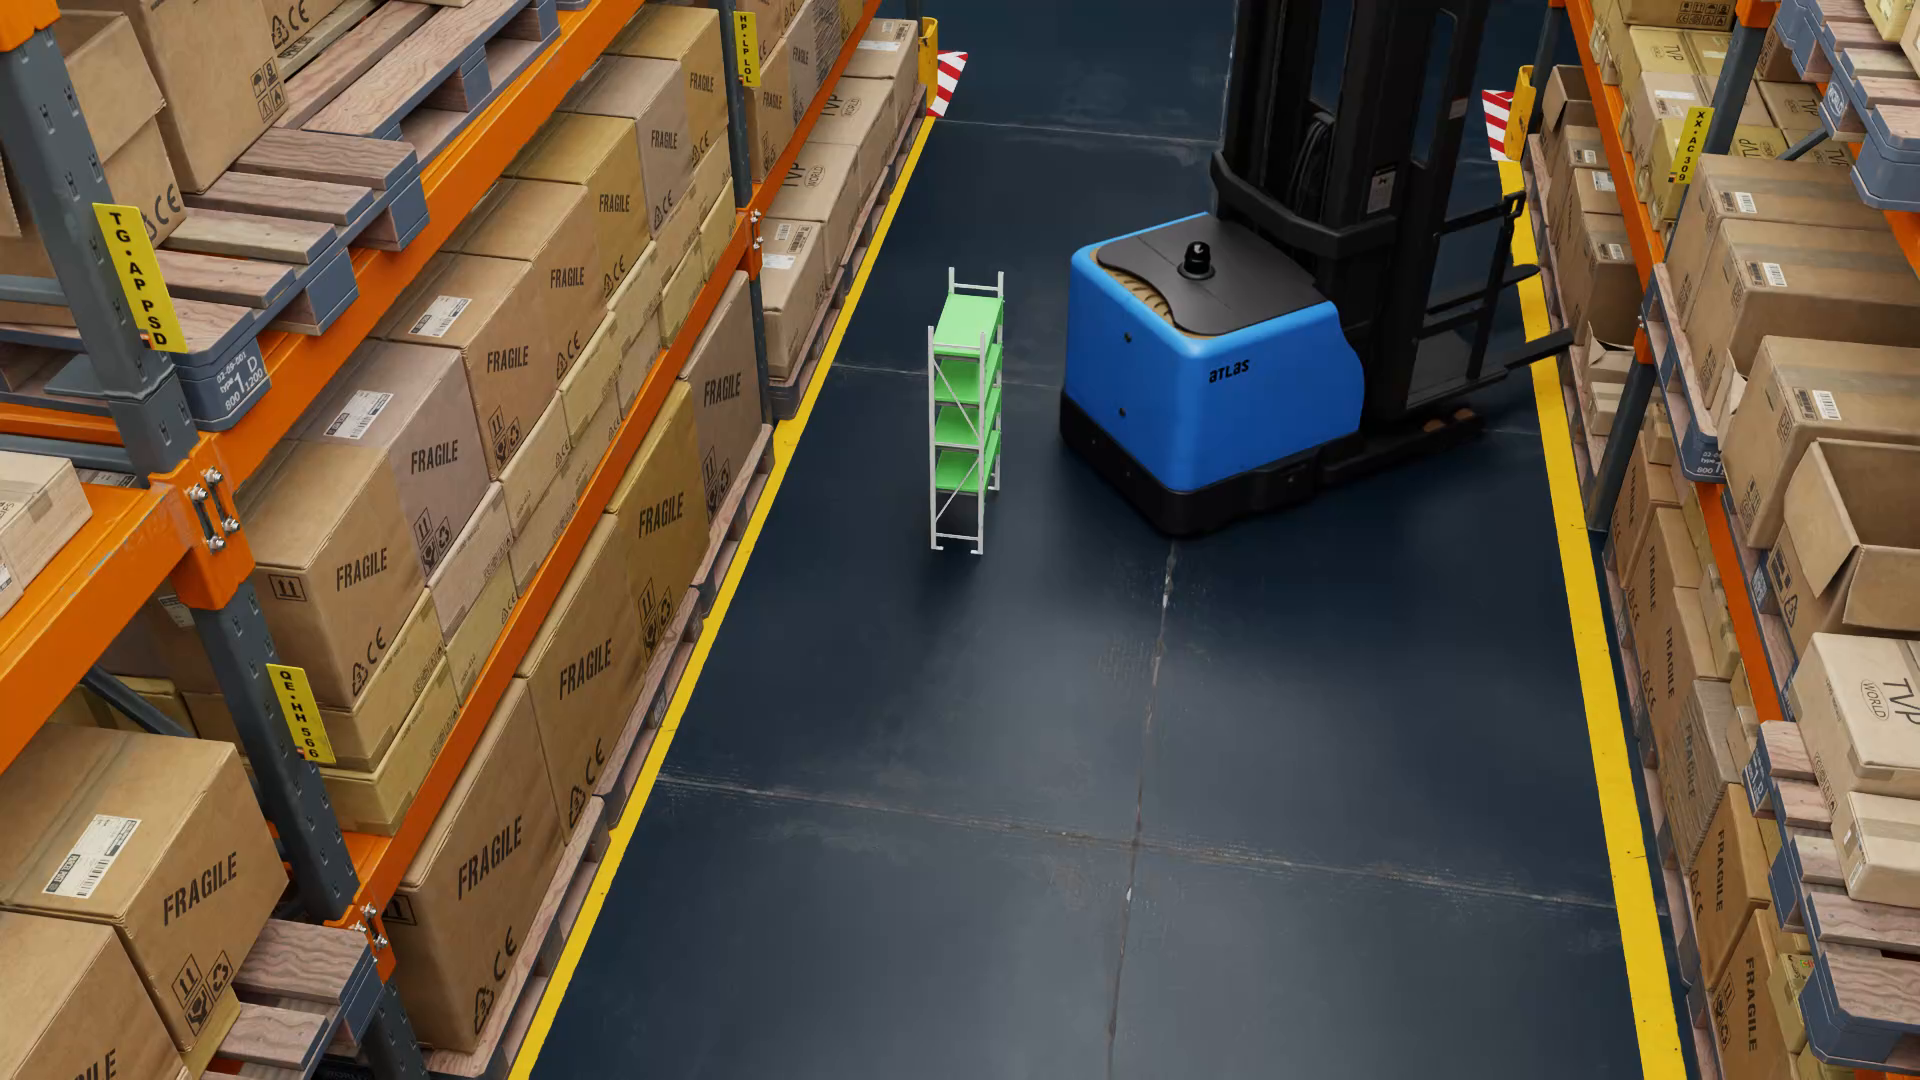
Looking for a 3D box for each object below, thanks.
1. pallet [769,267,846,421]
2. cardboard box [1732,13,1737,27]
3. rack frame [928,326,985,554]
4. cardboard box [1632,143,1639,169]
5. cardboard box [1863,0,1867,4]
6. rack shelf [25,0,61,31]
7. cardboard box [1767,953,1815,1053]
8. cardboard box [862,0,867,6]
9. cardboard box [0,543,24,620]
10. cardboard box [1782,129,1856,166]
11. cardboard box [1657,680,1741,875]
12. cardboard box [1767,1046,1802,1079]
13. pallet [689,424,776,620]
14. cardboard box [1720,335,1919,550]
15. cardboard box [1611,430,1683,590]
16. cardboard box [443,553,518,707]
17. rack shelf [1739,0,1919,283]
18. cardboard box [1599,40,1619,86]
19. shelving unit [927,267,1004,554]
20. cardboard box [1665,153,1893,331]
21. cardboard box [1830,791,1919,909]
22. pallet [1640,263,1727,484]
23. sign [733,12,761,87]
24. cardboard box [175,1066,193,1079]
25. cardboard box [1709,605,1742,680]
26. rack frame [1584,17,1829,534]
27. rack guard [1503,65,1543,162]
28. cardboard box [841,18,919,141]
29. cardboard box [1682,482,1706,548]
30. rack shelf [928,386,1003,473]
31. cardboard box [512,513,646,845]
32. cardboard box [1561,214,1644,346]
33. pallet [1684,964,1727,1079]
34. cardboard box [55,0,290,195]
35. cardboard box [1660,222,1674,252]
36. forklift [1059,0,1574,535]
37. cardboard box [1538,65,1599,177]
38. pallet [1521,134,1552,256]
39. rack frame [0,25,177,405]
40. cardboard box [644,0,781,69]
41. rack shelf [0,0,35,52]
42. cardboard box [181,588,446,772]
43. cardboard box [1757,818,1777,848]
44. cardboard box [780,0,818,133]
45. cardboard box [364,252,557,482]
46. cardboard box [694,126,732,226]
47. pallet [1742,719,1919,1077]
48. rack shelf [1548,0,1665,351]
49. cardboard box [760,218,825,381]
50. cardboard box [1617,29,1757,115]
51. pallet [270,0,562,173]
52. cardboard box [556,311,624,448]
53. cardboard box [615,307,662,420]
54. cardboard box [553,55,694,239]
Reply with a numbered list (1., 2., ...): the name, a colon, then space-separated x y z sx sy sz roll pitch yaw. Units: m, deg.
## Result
1. pallet: -1.236 -1.118 8.937 1.003 0.211 1.213 6 40 8
2. cardboard box: 4.048 -2.466 8.263 0.500 0.250 0.500 6 40 8
3. rack frame: -0.014 -0.413 7.308 0.240 1.200 0.015 6 40 8
4. cardboard box: 3.368 -1.803 7.774 0.380 0.149 0.250 7 40 9
5. cardboard box: 2.827 -1.654 4.831 0.380 0.149 0.250 6 40 7
6. rack shelf: -1.790 -2.350 4.408 1.077 0.370 4.000 6 40 8
7. cardboard box: 2.606 1.370 4.862 0.380 0.149 0.250 4 40 5
8. cardboard box: -0.756 -3.304 9.313 0.500 0.500 0.500 7 40 9
9. cardboard box: -2.019 0.105 3.112 0.380 0.149 0.250 6 40 8
10. cardboard box: 3.797 -1.517 7.115 0.500 0.250 0.500 6 40 7
11. cardboard box: 2.871 0.874 5.971 0.500 0.500 0.500 5 40 6
12. cardboard box: 2.614 1.844 4.798 0.500 0.500 0.500 7 40 9
13. pallet: -1.504 -0.157 7.774 1.003 0.211 1.213 6 40 8
14. cardboard box: 2.916 -0.283 5.330 0.700 0.500 0.500 6 40 7
15. cardboard box: 3.140 -0.099 7.148 0.500 0.500 0.500 8 40 10
16. cardboard box: -1.733 0.241 5.223 0.500 0.250 0.500 5 40 6
17. rack shelf: 3.099 -0.803 4.577 1.077 0.370 4.000 6 40 8
18. cardboard box: 3.513 -2.446 8.552 0.380 0.149 0.250 7 40 9
19. shelving unit: 0.029 -0.566 7.493 0.258 1.200 0.503 6 40 8
20. cardboard box: 3.141 -1.101 6.319 0.700 0.500 0.500 7 40 9
21. cardboard box: 2.489 0.812 4.282 0.380 0.149 0.250 7 40 8
22. pallet: 3.199 -0.616 6.291 1.003 0.211 1.213 6 40 8
23. sign: -0.908 -2.086 7.073 0.100 0.325 0.005 6 40 8
24. cardboard box: -1.936 1.292 3.701 0.380 0.149 0.250 6 40 7
25. cardboard box: 2.957 0.395 6.042 0.380 0.149 0.250 8 40 9
26. rack frame: 3.445 -1.179 6.822 1.000 3.000 0.127 6 40 8
27. rack guard: 4.124 -2.678 10.597 1.175 0.500 0.348 6 40 8
28. cardboard box: -0.768 -2.984 10.686 0.875 0.438 0.875 5 40 6
29. cardboard box: 3.116 -0.087 6.624 0.380 0.149 0.250 4 40 5
30. rack shelf: 0.029 -0.517 7.534 0.258 0.148 0.480 6 40 8
31. cardboard box: -1.777 0.460 6.178 0.875 0.875 0.875 7 40 8
32. cardboard box: 3.572 -1.331 8.638 0.700 0.500 0.500 5 40 6
33. pallet: 2.919 1.942 5.236 1.003 0.211 1.213 6 40 8
34. cardboard box: -2.152 -1.212 4.100 0.700 0.500 0.500 5 40 5
35. cardboard box: 3.252 -1.310 7.178 0.380 0.149 0.250 7 40 8
36. forklift: 2.036 -1.837 7.671 3.031 2.935 1.130 -20 43 -22
37. cardboard box: 3.938 -2.516 10.068 0.797 0.503 0.637 5 40 6
38. pallet: 3.987 -2.066 10.084 1.003 0.211 1.213 6 40 8
39. rack frame: -2.137 -1.526 2.533 1.000 3.000 0.127 6 40 8
40. cardboard box: -1.123 -2.420 7.460 0.500 0.500 0.500 7 40 8
41. rack shelf: -2.483 0.161 1.372 1.077 0.370 4.000 6 40 8
42. cardboard box: -1.806 0.361 4.685 0.500 0.250 0.500 6 40 7
43. cardboard box: 2.828 0.893 5.439 0.380 0.149 0.250 6 40 7
44. cardboard box: -1.014 -2.344 8.152 0.500 0.500 0.500 7 40 8
45. cardboard box: -1.629 -0.556 5.205 0.500 0.500 0.500 7 40 9
46. cardboard box: -1.281 -1.555 7.003 0.500 0.250 0.500 6 40 8
47. pallet: 2.801 0.972 4.371 1.213 0.211 1.003 6 40 8
48. rack shelf: 3.791 -2.157 8.569 1.077 0.370 4.000 6 40 8
49. cardboard box: -1.230 -1.281 8.626 0.875 0.438 0.875 6 40 7
50. cardboard box: 3.464 -2.210 7.953 0.500 0.250 0.500 6 40 7
51. pallet: -1.887 -1.409 4.894 1.003 0.211 1.213 8 40 10
52. cardboard box: -1.516 -0.592 5.837 0.500 0.250 0.500 7 40 8
53. cardboard box: -1.469 -0.723 6.388 0.500 0.250 0.500 5 40 6
54. cardboard box: -1.357 -1.514 6.364 0.500 0.500 0.500 7 40 9
